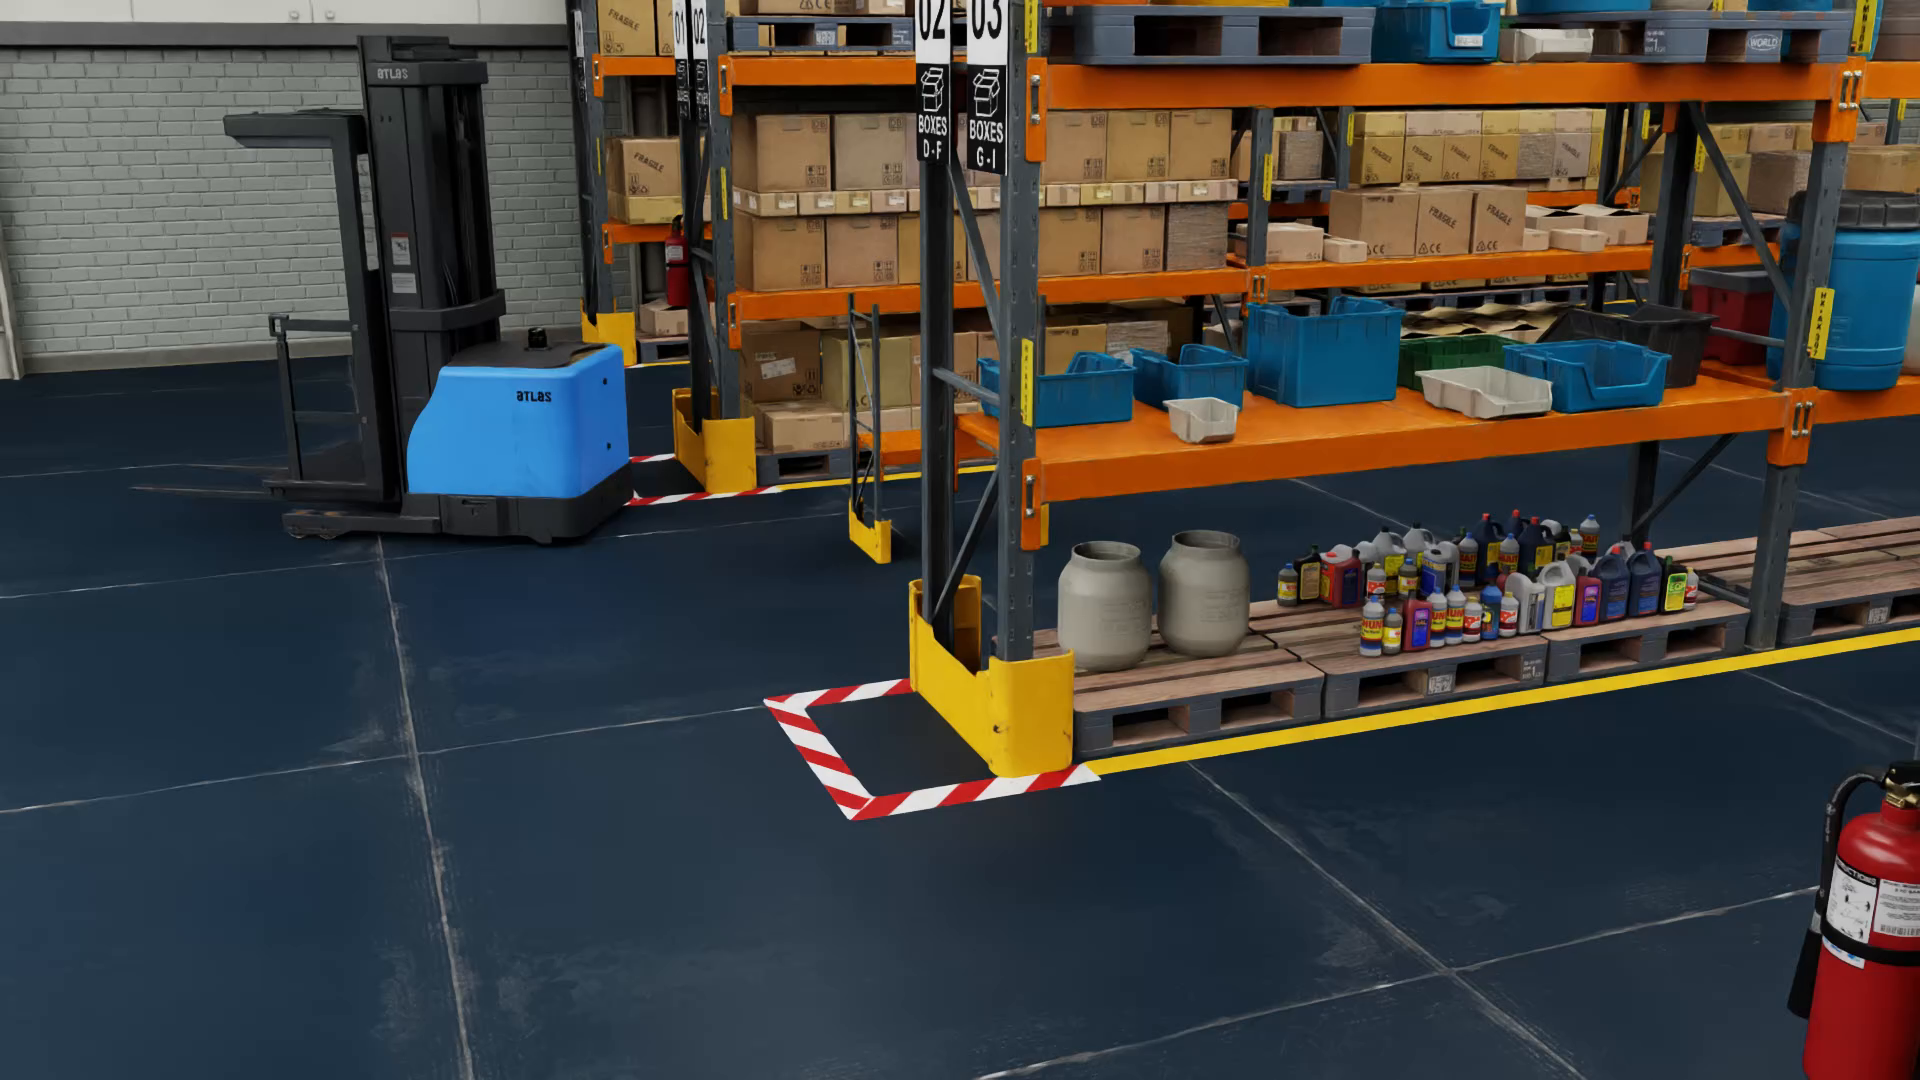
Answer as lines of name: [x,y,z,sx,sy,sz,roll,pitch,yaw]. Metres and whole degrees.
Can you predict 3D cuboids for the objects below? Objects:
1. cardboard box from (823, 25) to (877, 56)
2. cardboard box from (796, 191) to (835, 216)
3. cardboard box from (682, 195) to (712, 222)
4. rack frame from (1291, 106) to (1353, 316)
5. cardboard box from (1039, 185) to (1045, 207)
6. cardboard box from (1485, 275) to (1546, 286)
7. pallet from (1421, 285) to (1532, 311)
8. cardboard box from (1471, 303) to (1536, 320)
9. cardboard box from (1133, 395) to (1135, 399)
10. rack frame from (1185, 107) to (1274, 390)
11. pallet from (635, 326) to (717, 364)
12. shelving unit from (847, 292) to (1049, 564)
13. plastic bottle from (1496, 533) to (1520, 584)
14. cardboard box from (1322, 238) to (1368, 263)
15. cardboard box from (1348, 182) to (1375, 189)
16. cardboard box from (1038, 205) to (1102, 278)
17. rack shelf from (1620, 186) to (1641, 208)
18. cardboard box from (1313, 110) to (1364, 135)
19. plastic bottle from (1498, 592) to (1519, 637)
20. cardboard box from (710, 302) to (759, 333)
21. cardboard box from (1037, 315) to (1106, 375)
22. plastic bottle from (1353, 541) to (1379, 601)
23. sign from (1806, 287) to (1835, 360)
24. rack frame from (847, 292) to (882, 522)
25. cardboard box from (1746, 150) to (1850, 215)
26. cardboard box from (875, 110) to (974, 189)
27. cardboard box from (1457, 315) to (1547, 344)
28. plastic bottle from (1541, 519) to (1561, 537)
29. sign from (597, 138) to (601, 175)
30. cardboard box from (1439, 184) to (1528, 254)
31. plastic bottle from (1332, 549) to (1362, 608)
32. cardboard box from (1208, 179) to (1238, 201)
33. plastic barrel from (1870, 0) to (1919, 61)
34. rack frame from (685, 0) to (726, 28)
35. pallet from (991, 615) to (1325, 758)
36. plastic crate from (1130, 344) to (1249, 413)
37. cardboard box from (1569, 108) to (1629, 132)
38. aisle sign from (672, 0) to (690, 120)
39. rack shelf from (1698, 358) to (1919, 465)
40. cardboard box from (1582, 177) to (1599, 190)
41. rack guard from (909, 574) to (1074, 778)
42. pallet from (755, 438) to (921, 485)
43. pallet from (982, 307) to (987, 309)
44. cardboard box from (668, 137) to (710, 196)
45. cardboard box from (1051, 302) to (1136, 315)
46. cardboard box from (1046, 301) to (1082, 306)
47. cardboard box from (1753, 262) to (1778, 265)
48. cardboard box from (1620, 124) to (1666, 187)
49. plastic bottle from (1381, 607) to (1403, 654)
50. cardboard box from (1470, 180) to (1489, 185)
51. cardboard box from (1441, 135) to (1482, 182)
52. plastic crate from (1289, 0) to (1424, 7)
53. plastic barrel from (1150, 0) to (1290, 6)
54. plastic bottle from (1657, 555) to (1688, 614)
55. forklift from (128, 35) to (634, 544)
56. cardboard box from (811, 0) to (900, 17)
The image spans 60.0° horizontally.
cardboard box: [-1.112,-4.890,15.891,0.500,0.500,0.500,-7,18,-22]
cardboard box: [-1.018,-2.286,11.231,0.250,0.149,0.380,-7,18,-22]
cardboard box: [-2.434,-3.179,15.831,0.500,0.250,0.500,-7,18,-22]
rack frame: [3.987,-4.026,18.485,0.127,3.000,1.000,-6,17,-20]
cardboard box: [0.418,-2.440,11.755,0.250,0.149,0.380,-6,17,-18]
cardboard box: [6.333,-3.409,19.454,0.750,0.750,0.750,-6,17,-18]
pallet: [5.888,-2.870,19.496,1.213,0.211,1.003,-6,17,-20]
cardboard box: [4.682,-1.844,14.192,0.500,0.311,0.500,-7,18,-21]
cardboard box: [1.203,-1.050,12.485,0.500,0.250,0.500,-6,17,-20]
rack frame: [2.028,-2.320,12.674,0.127,3.000,1.000,-6,17,-20]
pallet: [-2.641,-1.962,16.404,1.213,0.211,1.003,-6,17,-20]
shelving unit: [-0.071,-0.712,9.861,1.083,1.500,0.587,-6,17,-20]
plastic bottle: [2.803,0.100,8.494,0.097,0.271,0.097,0,16,0]
cardboard box: [2.929,-2.235,12.831,0.250,0.149,0.380,-6,17,-20]
cardboard box: [4.378,-3.887,18.423,0.250,0.149,0.380,-6,18,-21]
cardboard box: [0.656,-2.217,12.147,0.500,0.500,0.700,-6,17,-19]
rack shelf: [9.590,-4.286,20.646,4.000,0.370,1.077,-6,17,-20]
cardboard box: [4.318,-4.700,18.708,0.500,0.250,0.500,-6,17,-19]
plastic bottle: [2.565,0.342,7.794,0.097,0.201,0.097,0,16,0]
cardboard box: [-2.272,-2.244,16.408,0.500,0.311,0.500,-5,17,-15]
cardboard box: [0.737,-1.359,12.206,0.500,0.500,0.500,-6,17,-20]
plastic bottle: [1.995,0.150,8.317,0.135,0.276,0.152,-7,18,-22]
sign: [3.984,-1.003,7.700,0.005,0.325,0.100,-6,17,-20]
rack frame: [-0.554,-0.660,9.683,0.032,1.500,0.500,-6,17,-20]
cardboard box: [7.234,-3.108,14.435,0.500,0.500,0.700,-3,17,-10]
cardboard box: [-0.257,-2.742,11.631,0.500,0.500,0.700,-6,17,-20]
cardboard box: [4.407,-1.653,13.542,0.500,0.311,0.500,-6,17,-20]
plastic bottle: [3.051,0.036,8.705,0.135,0.276,0.152,-5,17,-18]
sign: [-3.289,-3.492,15.130,0.005,0.325,0.100,-6,17,-20]
cardboard box: [4.202,-2.598,13.443,0.500,0.500,0.500,-7,18,-23]
plastic bottle: [1.904,0.189,8.173,0.133,0.283,0.061,-6,17,-20]
cardboard box: [1.851,-2.595,12.284,0.250,0.149,0.380,-6,17,-20]
plastic barrel: [4.805,-2.870,8.336,0.600,0.901,0.600,0,16,0]
rack frame: [-1.707,-4.795,10.456,0.127,3.000,1.000,-6,17,-20]
pallet: [0.877,0.624,7.597,1.213,0.211,1.003,-6,17,-20]
plastic crate: [1.031,-0.735,7.541,0.408,0.251,0.499,-6,17,-20]
cardboard box: [7.378,-4.875,19.304,0.500,0.250,0.500,-6,17,-19]
aisle sign: [-1.873,-3.235,11.175,0.004,0.787,0.394,-6,17,-20]
rack shelf: [5.665,-0.873,9.023,4.000,0.370,1.077,-6,17,-20]
cardboard box: [7.281,-4.178,19.413,0.250,0.149,0.380,-6,17,-19]
rack guard: [0.116,0.566,7.282,0.348,0.500,1.175,-6,17,-20]
pallet: [-1.008,-0.667,11.994,1.213,0.211,1.003,-6,17,-20]
pallet: [0.979,-2.364,17.773,1.213,0.211,1.003,-6,17,-20]
cardboard box: [-2.464,-3.533,15.706,0.500,0.500,0.500,-6,17,-20]
cardboard box: [1.019,-1.545,12.840,0.500,0.500,0.500,-6,17,-20]
cardboard box: [0.934,-2.713,17.669,0.500,0.500,0.700,-6,17,-18]
cardboard box: [9.903,-3.637,20.849,0.500,0.500,0.700,-7,18,-22]
cardboard box: [8.235,-4.624,19.987,0.700,0.700,0.980,-6,17,-19]
plastic bottle: [1.963,0.407,7.573,0.097,0.201,0.097,0,16,0]
cardboard box: [5.806,-4.045,18.959,0.250,0.149,0.380,-6,17,-20]
cardboard box: [5.489,-4.308,18.704,0.500,0.500,0.500,-6,17,-20]
plastic crate: [1.735,-2.316,7.366,0.575,0.384,0.392,-6,17,-20]
plastic barrel: [1.081,-2.492,6.859,0.600,0.588,0.600,0,16,0]
plastic bottle: [3.466,0.211,8.095,0.133,0.283,0.061,-5,17,-17]
forklift: [-3.678,-1.554,10.189,3.031,2.935,1.130,2,17,8]
cardboard box: [-0.726,-3.738,11.452,0.500,0.250,0.500,-6,17,-20]
